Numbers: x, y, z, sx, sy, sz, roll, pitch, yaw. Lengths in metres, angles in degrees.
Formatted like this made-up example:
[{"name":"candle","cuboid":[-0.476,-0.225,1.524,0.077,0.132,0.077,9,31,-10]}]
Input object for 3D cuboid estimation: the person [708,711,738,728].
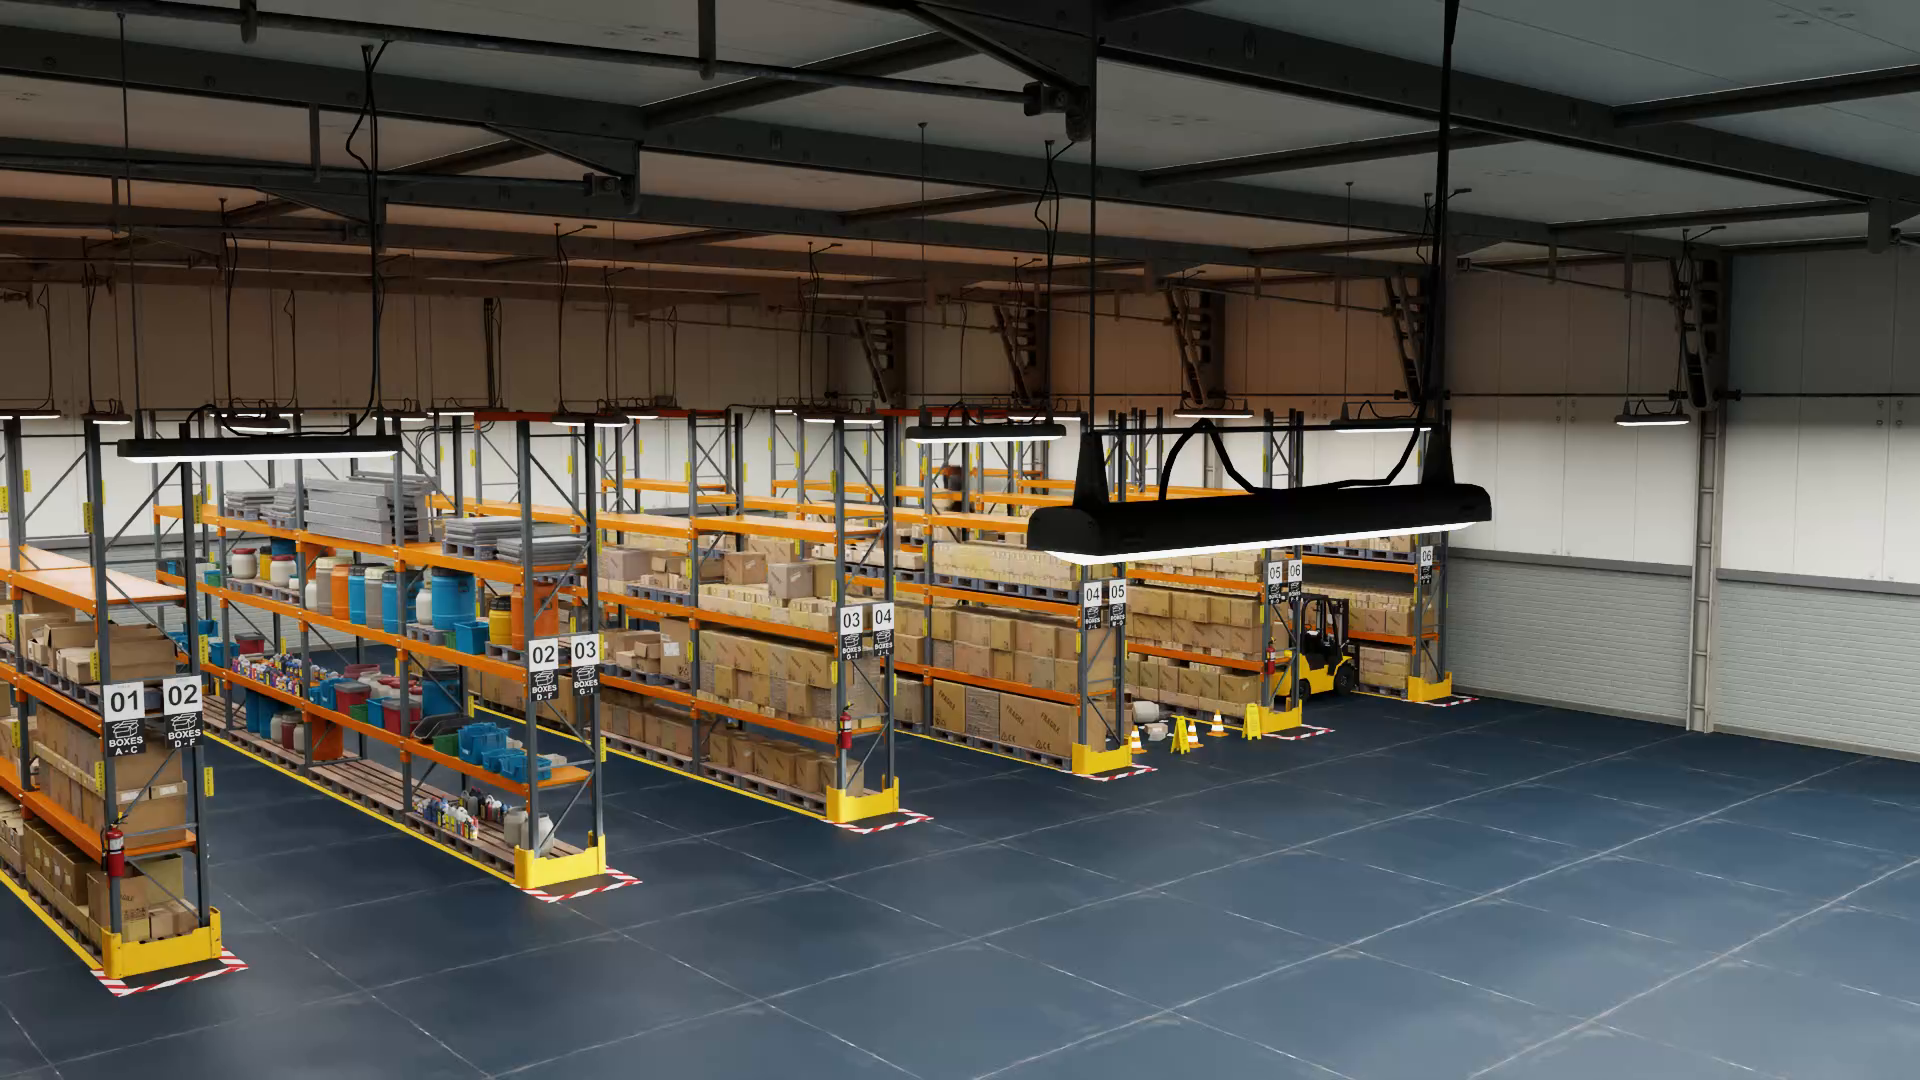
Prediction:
[{"name":"person","cuboid":[-4.475,2.710,31.576,0.712,1.719,0.708,3,6,28]}]
